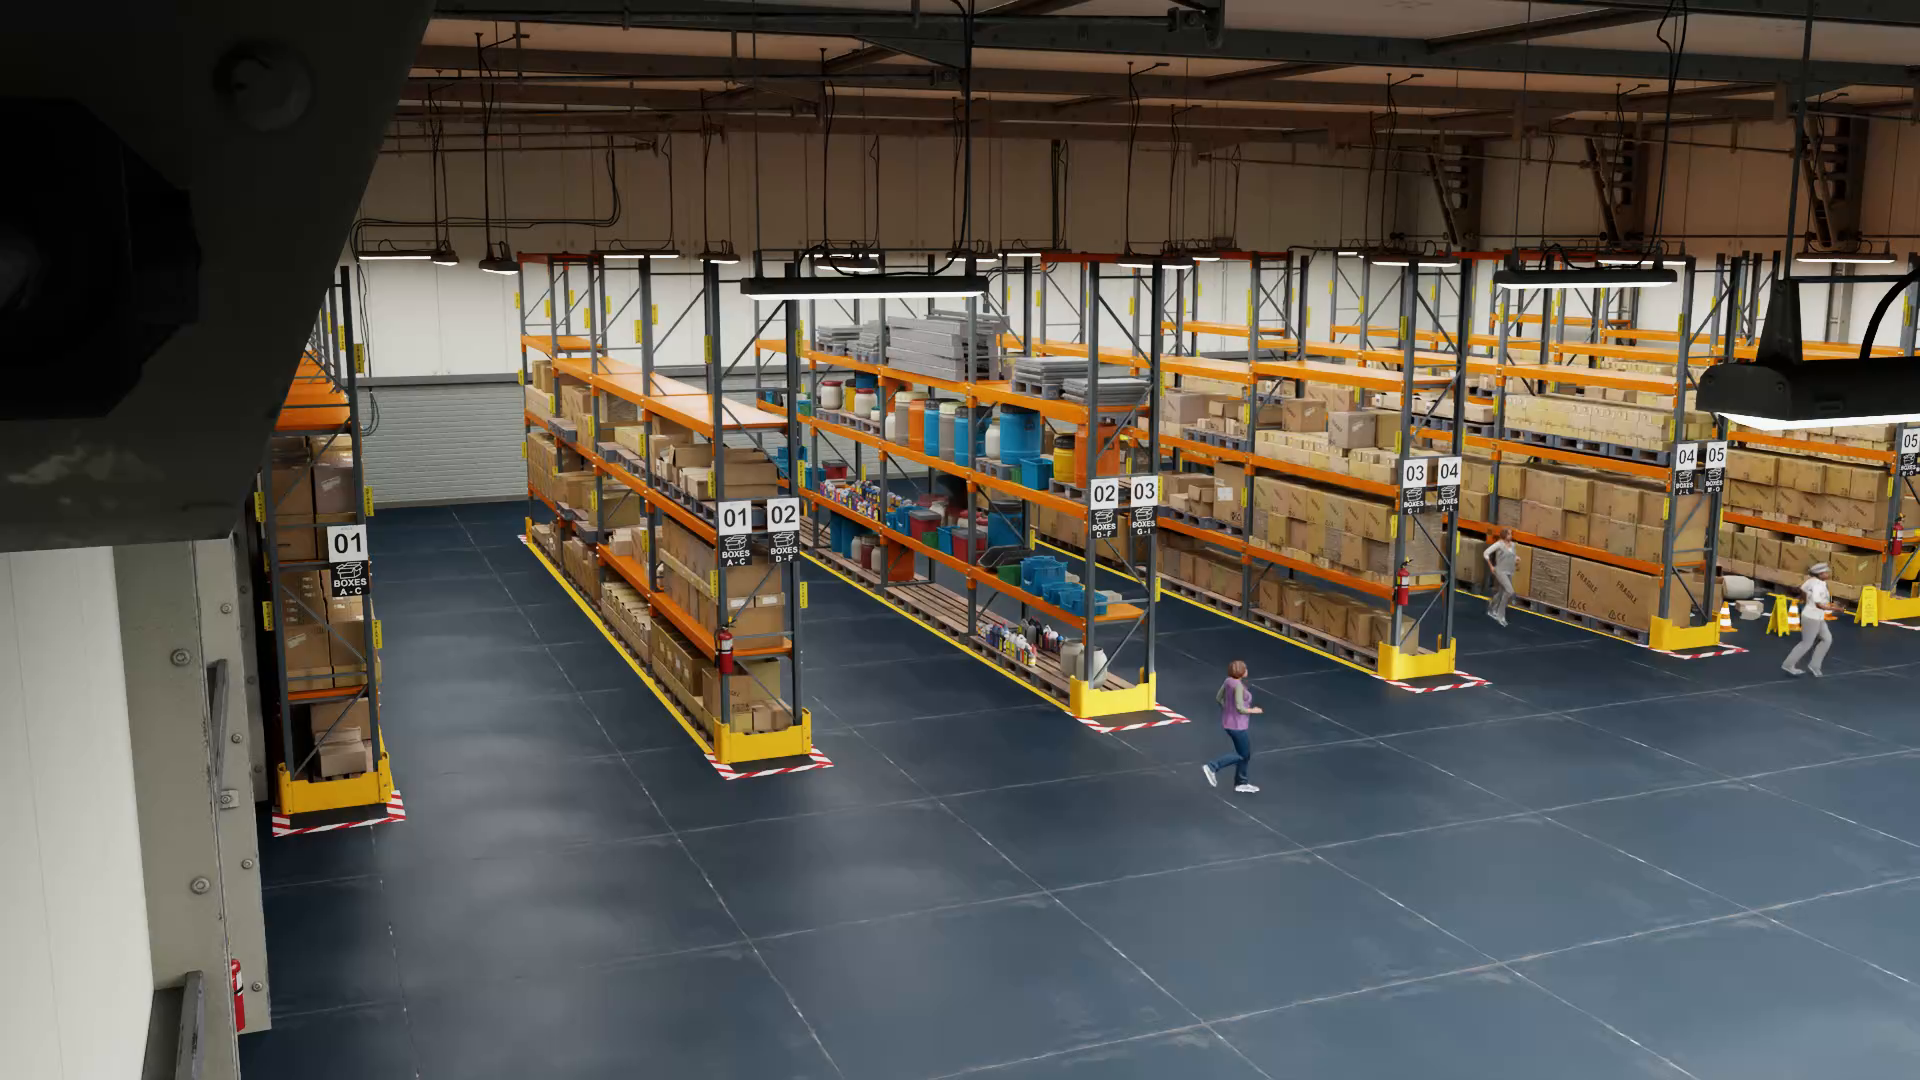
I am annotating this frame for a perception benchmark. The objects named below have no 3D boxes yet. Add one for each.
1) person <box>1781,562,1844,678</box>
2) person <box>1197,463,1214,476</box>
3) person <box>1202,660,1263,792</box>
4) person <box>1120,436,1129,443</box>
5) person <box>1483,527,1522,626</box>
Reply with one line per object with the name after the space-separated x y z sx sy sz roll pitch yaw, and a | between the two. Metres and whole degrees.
12.350 1.174 24.050 0.735 1.766 0.593 5 12 27 | person
6.285 -2.273 42.347 1.032 1.797 0.690 -4 11 -22 | person
3.108 2.135 19.022 0.687 1.562 0.549 -1 10 -7 | person
3.740 -1.636 39.353 0.768 1.695 0.597 -3 11 -16 | person
8.955 0.591 27.369 0.503 1.627 0.684 -6 12 -32 | person
